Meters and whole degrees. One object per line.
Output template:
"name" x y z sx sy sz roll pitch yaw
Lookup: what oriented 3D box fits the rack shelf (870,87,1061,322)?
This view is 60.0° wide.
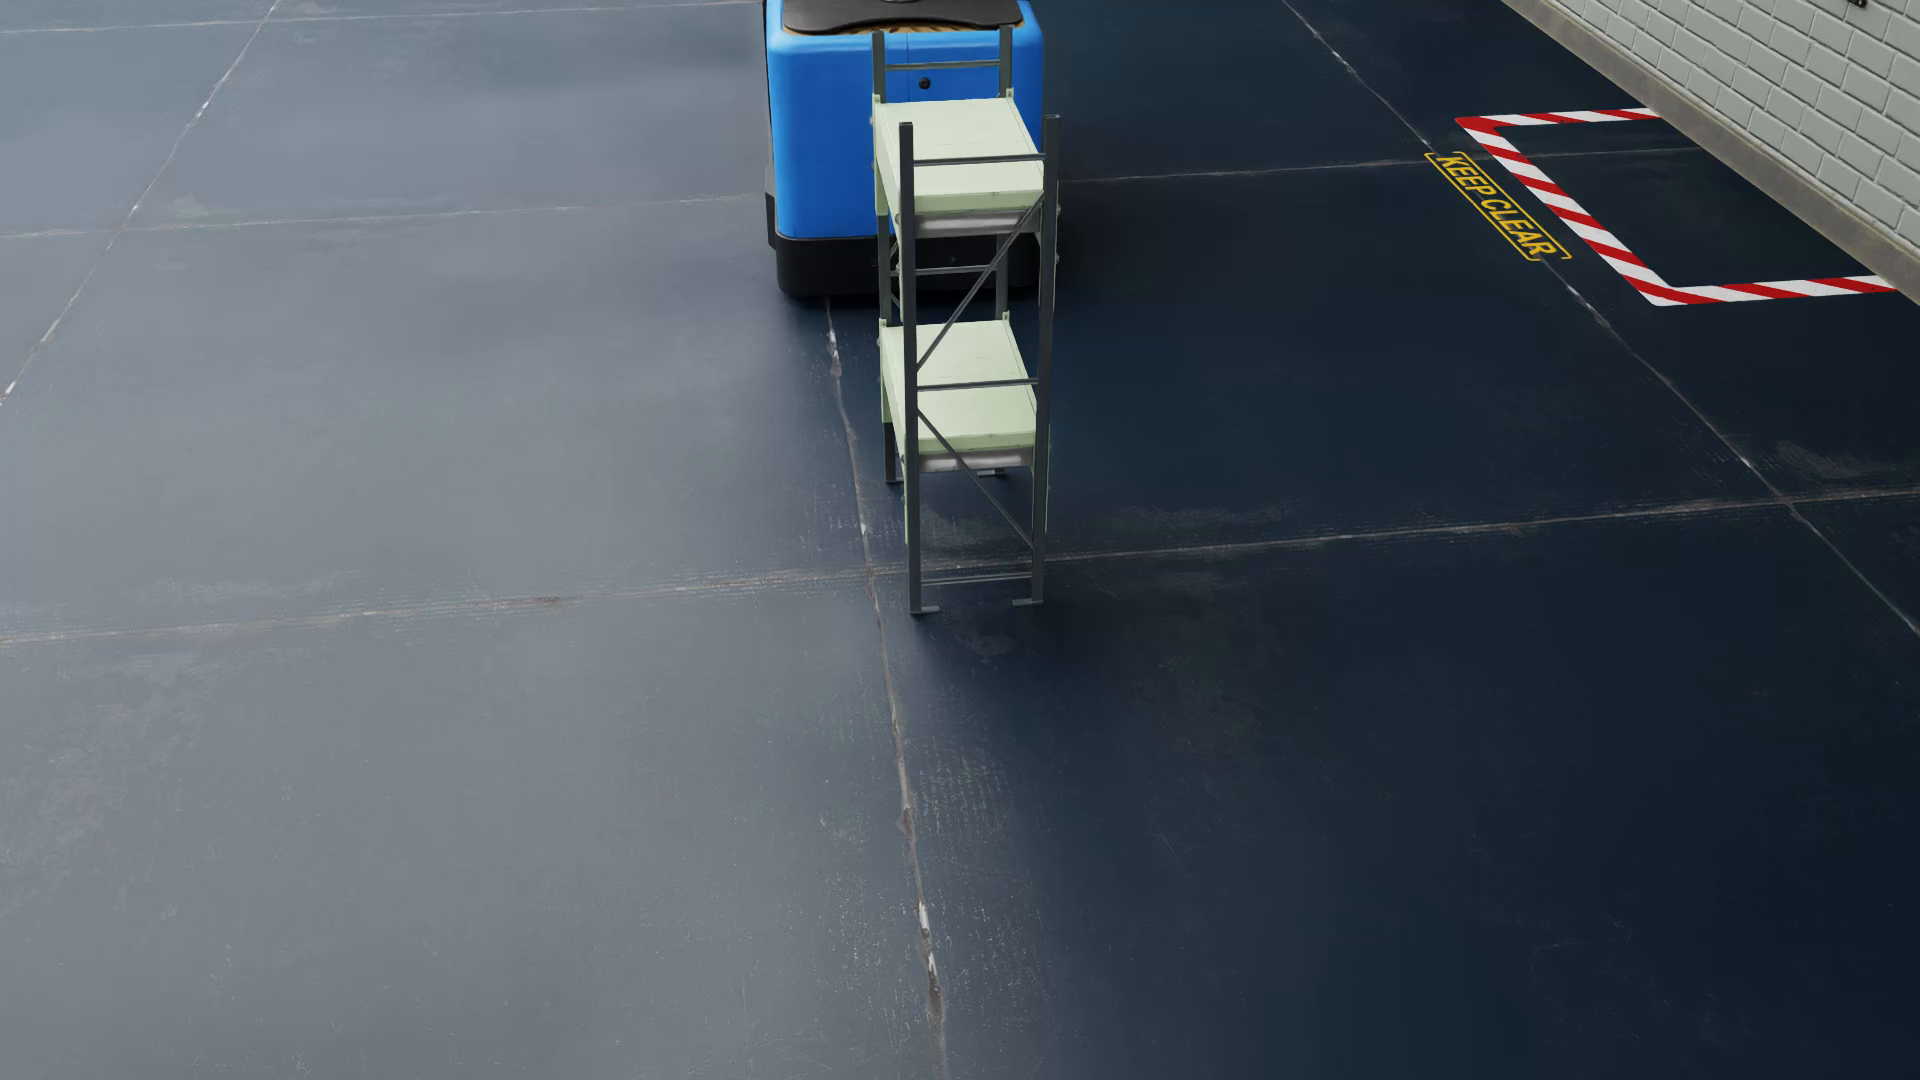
"rack shelf" -0.001 -0.946 4.613 0.431 0.370 0.720 -4 35 -6

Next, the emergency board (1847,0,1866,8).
"emergency board" 3.594 -2.841 6.755 0.157 1.169 0.626 -4 35 -6

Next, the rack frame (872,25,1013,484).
"rack frame" -0.050 -0.828 5.133 0.400 1.500 0.023 -4 35 -6

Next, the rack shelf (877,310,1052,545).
"rack shelf" -0.001 -0.354 5.017 0.431 0.370 0.720 -4 35 -6

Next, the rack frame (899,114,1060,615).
"rack frame" 0.048 -0.419 4.533 0.400 1.500 0.023 -4 35 -6

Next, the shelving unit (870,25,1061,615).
"shelving unit" -0.001 -0.623 4.833 0.431 1.500 0.755 -4 35 -6

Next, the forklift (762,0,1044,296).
"forklift" -0.333 -2.978 7.018 1.130 2.935 3.031 -3 34 -5
